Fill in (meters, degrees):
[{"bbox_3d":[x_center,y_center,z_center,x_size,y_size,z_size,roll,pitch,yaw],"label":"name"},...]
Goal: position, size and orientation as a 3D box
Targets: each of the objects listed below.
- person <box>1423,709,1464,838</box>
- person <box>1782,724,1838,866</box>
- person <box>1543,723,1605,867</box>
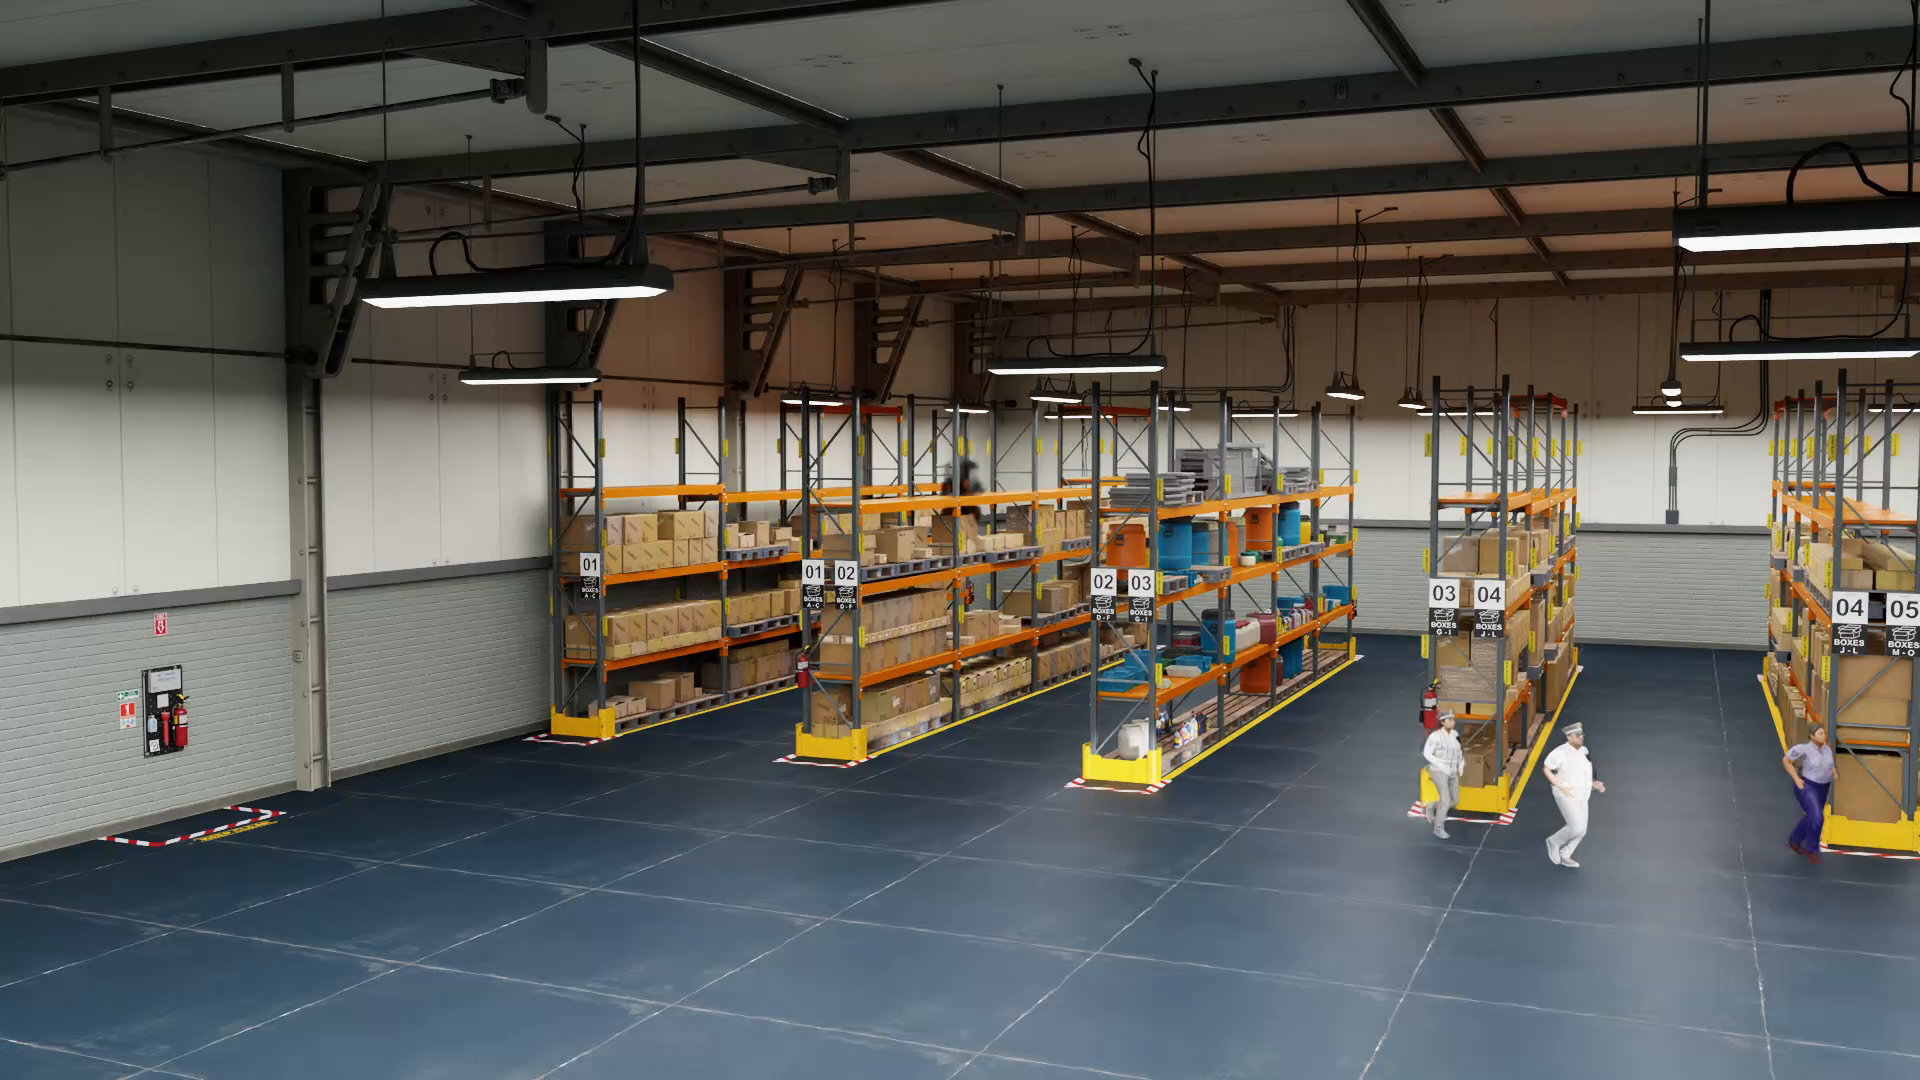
[{"bbox_3d":[6.268,3.003,21.555,0.667,1.664,0.579,-2,4,-27],"label":"person"},{"bbox_3d":[10.335,3.096,20.163,0.591,1.707,0.667,-1,3,-22],"label":"person"},{"bbox_3d":[7.316,3.033,19.777,0.637,1.737,0.588,-2,4,-31],"label":"person"}]
